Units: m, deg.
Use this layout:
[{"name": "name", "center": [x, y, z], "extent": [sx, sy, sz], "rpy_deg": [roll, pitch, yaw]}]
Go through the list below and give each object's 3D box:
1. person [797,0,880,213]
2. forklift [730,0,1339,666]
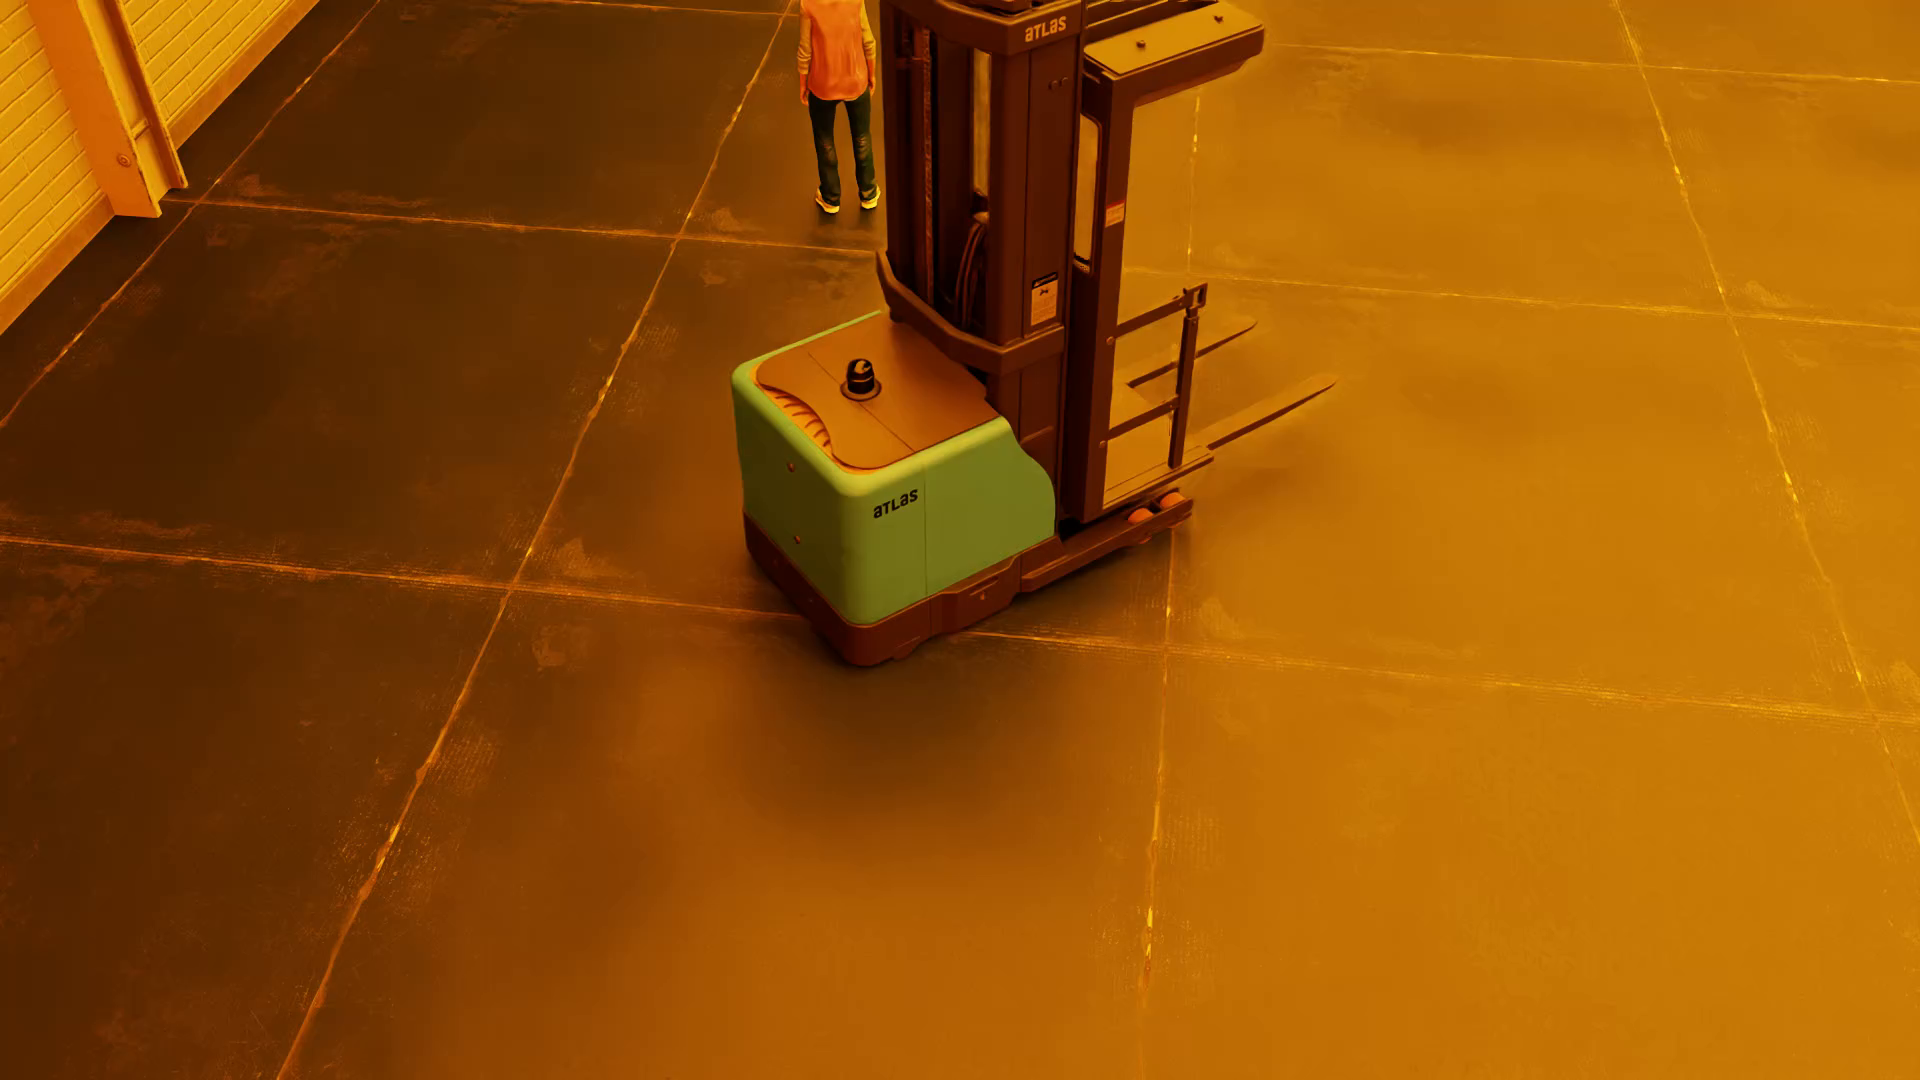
[{"name": "person", "center": [-0.701, -2.621, 9.568], "extent": [0.471, 1.592, 0.348], "rpy_deg": [-10, 43, -10]}, {"name": "forklift", "center": [0.498, -1.332, 7.174], "extent": [3.031, 2.935, 1.130], "rpy_deg": [-25, 48, -25]}]
